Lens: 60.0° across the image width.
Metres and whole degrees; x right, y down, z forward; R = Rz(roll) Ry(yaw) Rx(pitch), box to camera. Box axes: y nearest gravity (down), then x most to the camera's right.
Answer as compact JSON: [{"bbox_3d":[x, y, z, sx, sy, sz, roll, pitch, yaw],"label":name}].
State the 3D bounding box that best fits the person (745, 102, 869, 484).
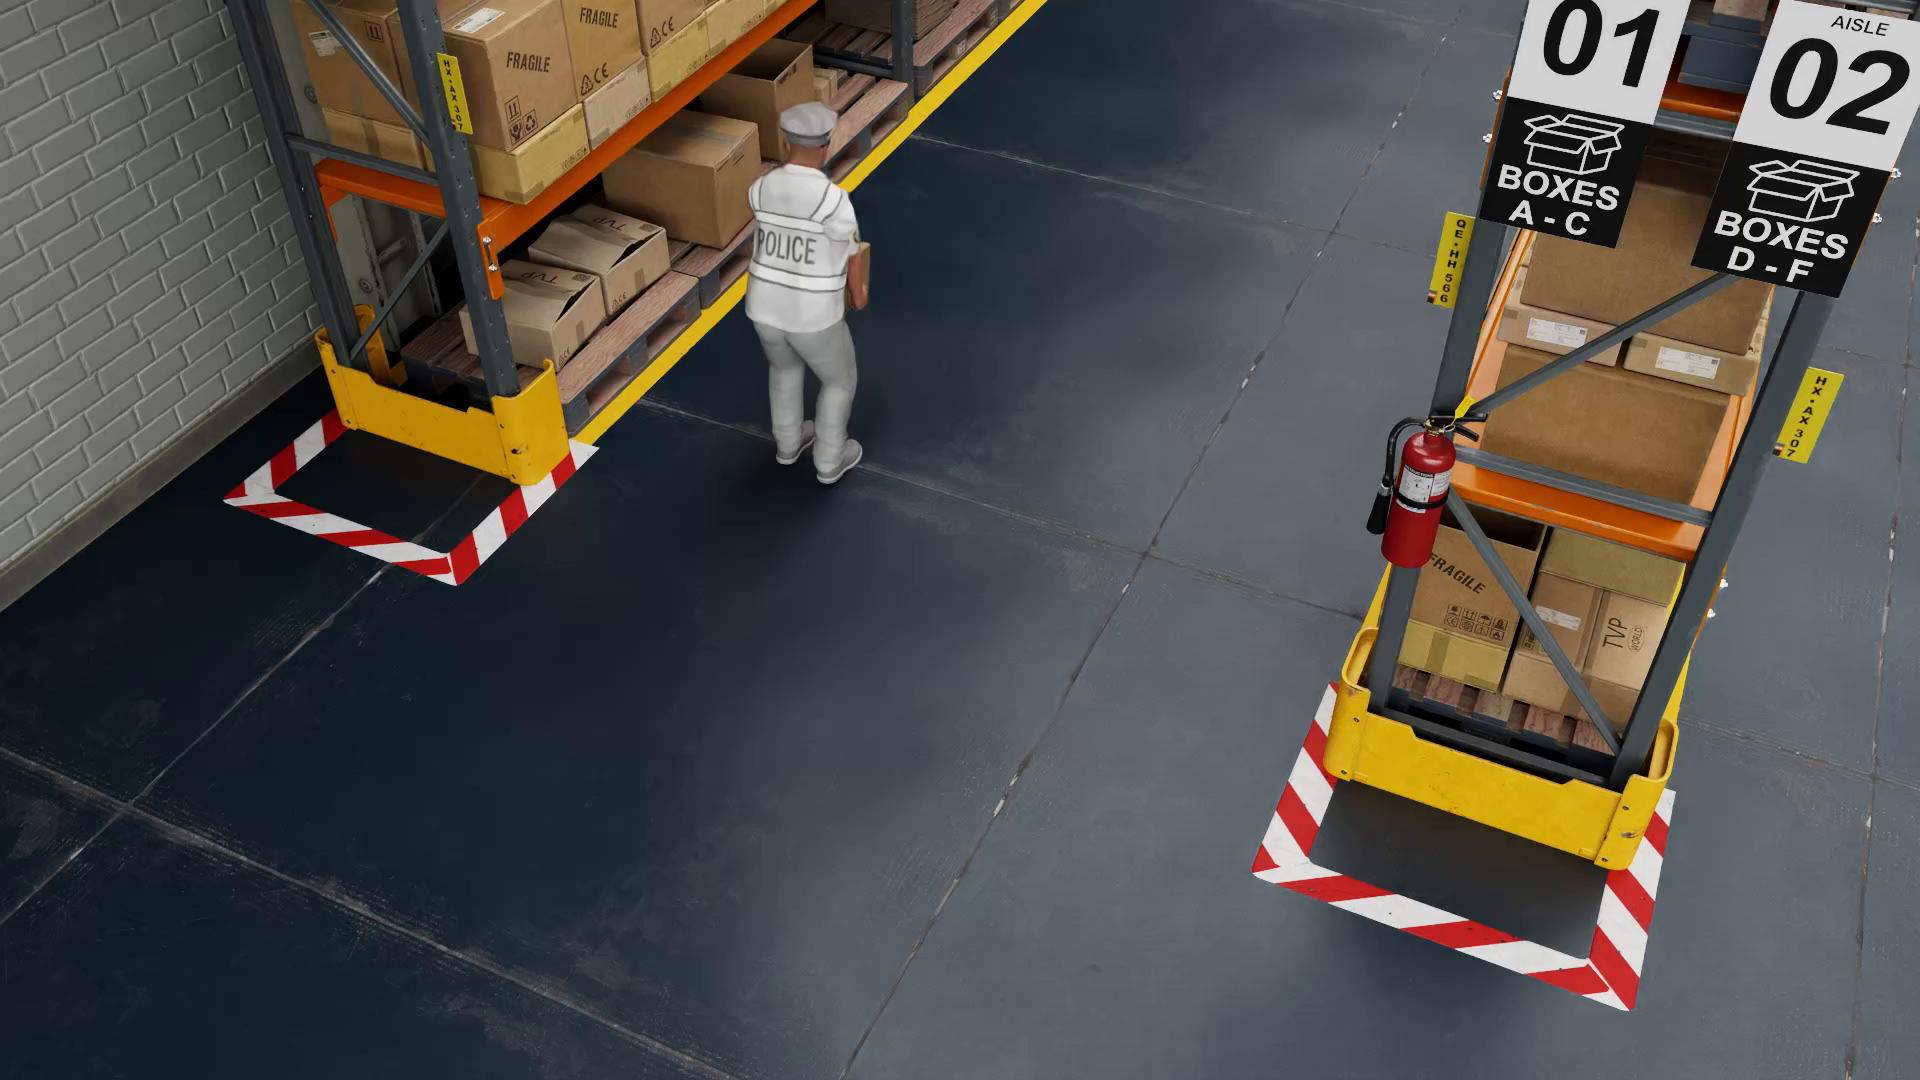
[{"bbox_3d":[-0.682,-1.058,7.384,0.481,1.704,0.619,17,44,18],"label":"person"}]
